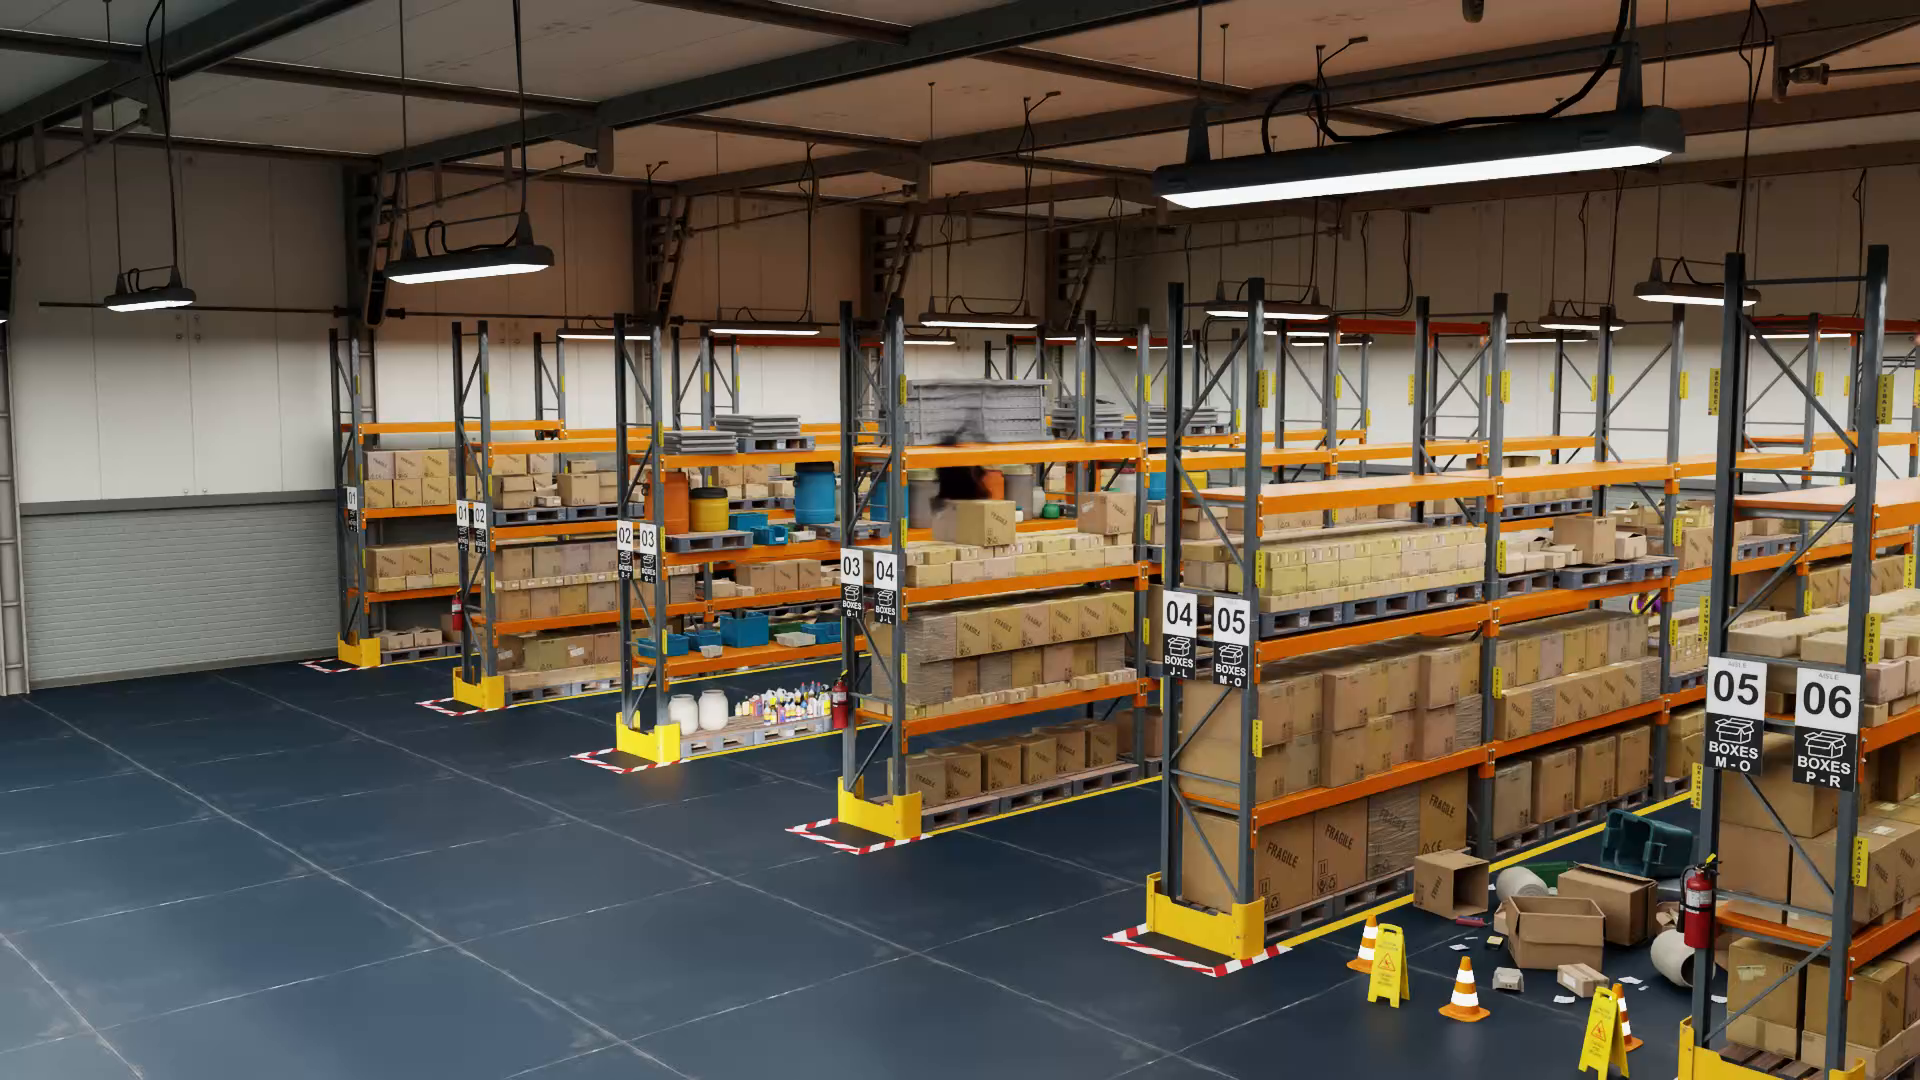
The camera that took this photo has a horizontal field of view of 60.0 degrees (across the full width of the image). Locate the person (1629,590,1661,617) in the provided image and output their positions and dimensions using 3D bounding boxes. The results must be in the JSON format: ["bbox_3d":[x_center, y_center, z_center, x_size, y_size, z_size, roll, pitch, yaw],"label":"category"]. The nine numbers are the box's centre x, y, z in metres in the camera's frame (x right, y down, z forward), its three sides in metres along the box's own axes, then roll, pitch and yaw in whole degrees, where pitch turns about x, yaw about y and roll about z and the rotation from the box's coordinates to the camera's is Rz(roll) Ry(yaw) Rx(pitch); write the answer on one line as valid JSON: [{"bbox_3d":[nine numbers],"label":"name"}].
[{"bbox_3d":[11.409,1.563,27.667,0.696,1.826,0.768,5,8,41],"label":"person"}]
